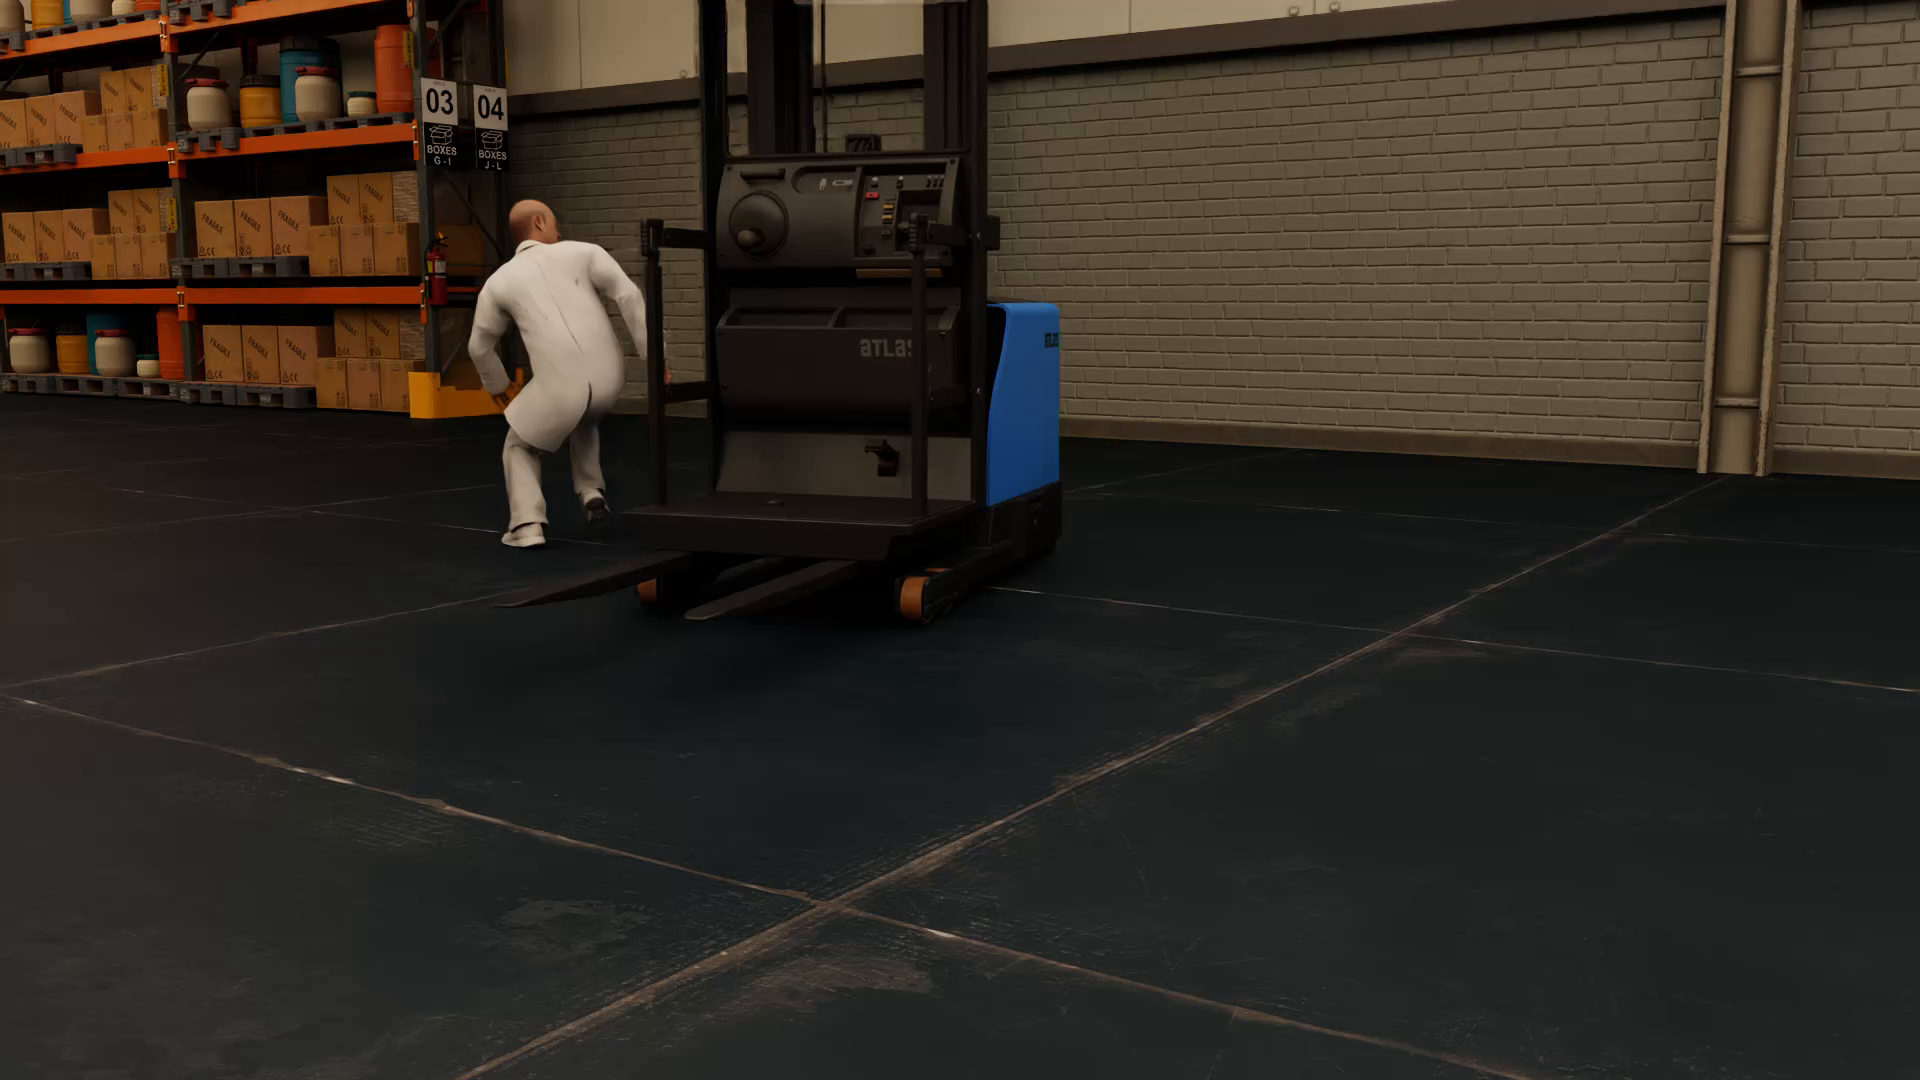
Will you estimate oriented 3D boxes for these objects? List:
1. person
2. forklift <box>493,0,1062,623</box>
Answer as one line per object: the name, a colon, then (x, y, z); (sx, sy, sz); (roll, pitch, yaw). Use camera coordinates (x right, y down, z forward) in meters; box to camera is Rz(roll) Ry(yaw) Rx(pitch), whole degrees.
person: (-1.801, -0.754, 7.555); (0.818, 1.554, 0.740); (-4, 9, -26)
forklift: (-0.518, -1.232, 5.856); (1.130, 2.935, 3.031); (3, 9, 19)
